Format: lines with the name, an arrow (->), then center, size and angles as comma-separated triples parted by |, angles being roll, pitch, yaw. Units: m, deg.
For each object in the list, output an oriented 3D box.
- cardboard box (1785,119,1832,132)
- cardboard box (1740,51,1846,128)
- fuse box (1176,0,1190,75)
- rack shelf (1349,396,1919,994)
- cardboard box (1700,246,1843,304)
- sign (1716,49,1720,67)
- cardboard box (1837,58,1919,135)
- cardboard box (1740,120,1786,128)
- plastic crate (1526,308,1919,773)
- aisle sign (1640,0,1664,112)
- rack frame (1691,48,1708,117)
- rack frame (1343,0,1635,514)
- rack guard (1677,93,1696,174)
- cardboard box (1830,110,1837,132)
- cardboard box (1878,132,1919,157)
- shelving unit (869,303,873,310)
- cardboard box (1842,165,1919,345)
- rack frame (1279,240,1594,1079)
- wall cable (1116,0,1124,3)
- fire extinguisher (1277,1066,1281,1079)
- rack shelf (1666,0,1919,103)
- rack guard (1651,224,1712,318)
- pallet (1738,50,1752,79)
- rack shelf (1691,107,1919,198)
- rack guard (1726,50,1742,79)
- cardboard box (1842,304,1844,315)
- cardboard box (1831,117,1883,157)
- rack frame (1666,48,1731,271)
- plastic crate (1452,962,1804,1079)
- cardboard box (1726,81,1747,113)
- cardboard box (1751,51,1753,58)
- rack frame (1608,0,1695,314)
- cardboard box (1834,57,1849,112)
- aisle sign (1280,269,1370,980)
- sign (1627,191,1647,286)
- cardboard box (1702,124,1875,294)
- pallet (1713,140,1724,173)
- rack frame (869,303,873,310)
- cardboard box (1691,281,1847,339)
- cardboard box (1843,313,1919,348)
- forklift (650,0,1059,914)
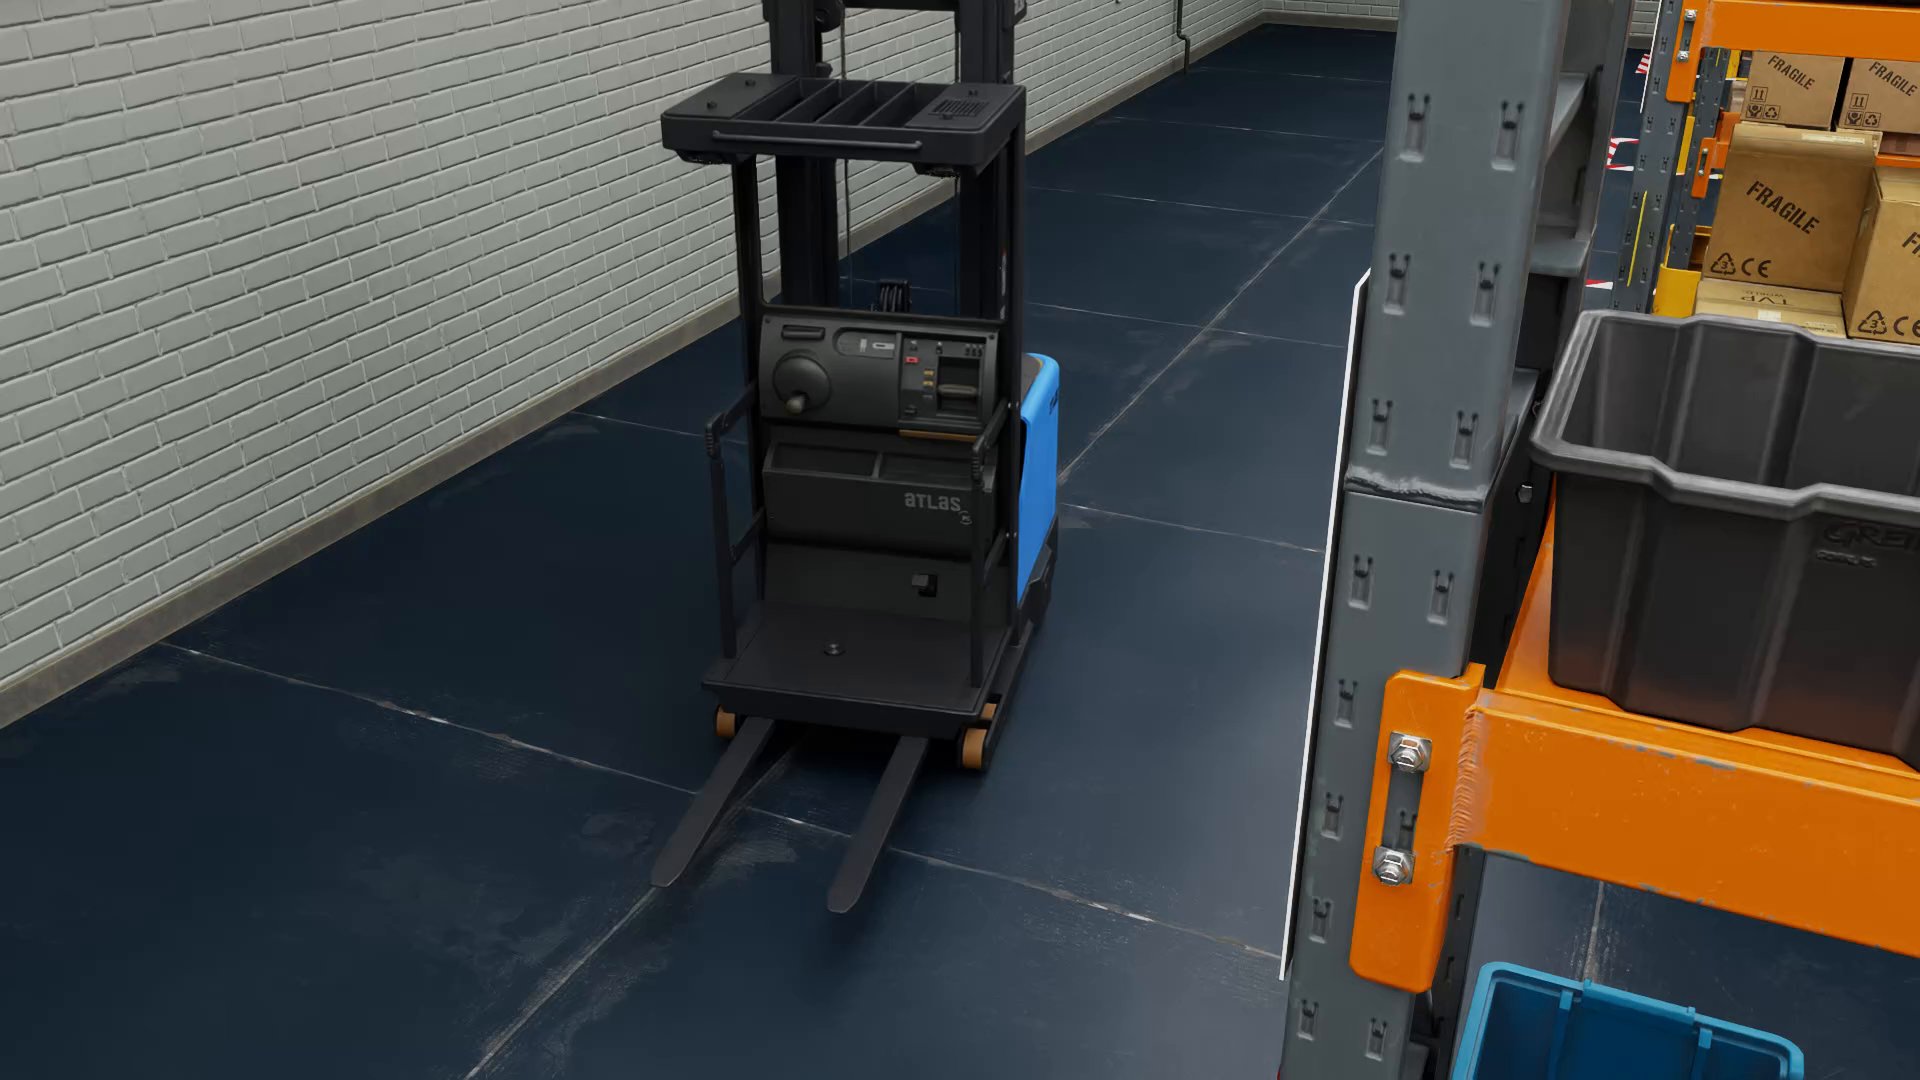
cardboard box -> 5.226, -2.524, 10.265 | 0.250, 0.149, 0.380 | 12, 29, 24
cardboard box -> 5.112, -2.843, 10.178 | 0.500, 0.500, 0.500 | 13, 29, 24
fuse box -> 2.634, -6.128, 18.759 | 0.414, 1.711, 0.539 | 11, 28, 22
rack shelf -> 2.443, 0.453, 1.353 | 4.000, 0.370, 1.077 | 11, 28, 22
cardboard box -> 3.223, -0.966, 6.649 | 0.500, 0.250, 0.500 | 11, 28, 21
sign -> 4.593, -3.028, 10.023 | 0.005, 0.325, 0.100 | 11, 28, 22
cardboard box -> 5.610, -2.755, 10.000 | 0.500, 0.500, 0.500 | 11, 28, 22
cardboard box -> 4.977, -2.554, 10.325 | 0.250, 0.149, 0.380 | 11, 28, 21
plastic crate -> 0.857, 0.005, 1.595 | 0.590, 0.269, 0.497 | 11, 28, 22
aisle sign -> 2.483, -1.940, 5.852 | 0.004, 0.787, 0.394 | 11, 28, 22
rack frame -> 6.775, -4.866, 14.738 | 0.127, 3.000, 1.000 | 11, 28, 22
rack frame -> 0.622, -1.582, 1.275 | 0.127, 3.000, 1.000 | 11, 28, 22
rack guard -> 6.753, -3.749, 15.299 | 0.348, 0.500, 1.175 | 11, 28, 22
cardboard box -> 5.677, -2.698, 10.619 | 0.250, 0.149, 0.380 | 11, 28, 21
cardboard box -> 5.741, -2.461, 10.137 | 0.250, 0.149, 0.380 | 13, 29, 24
shelving unit -> -0.151, -0.575, 8.060 | 0.503, 1.200, 0.258 | 10, 28, 19
cardboard box -> 3.453, -0.996, 5.862 | 0.500, 0.500, 0.500 | 11, 28, 21
rack frame -> 0.622, 1.110, 2.600 | 0.127, 3.000, 1.000 | 11, 28, 22
wall cable -> 1.632, -6.358, 16.582 | 0.123, 1.953, 0.585 | 11, 28, 22
fire extinguisher -> 0.673, 1.102, 3.126 | 0.183, 0.674, 0.296 | 11, 28, 22
rack shelf -> 4.493, -1.539, 5.398 | 4.000, 0.370, 1.077 | 11, 28, 22
rack guard -> 4.887, -1.722, 11.182 | 0.348, 0.500, 1.175 | 11, 28, 22
pallet -> 9.621, -5.452, 19.086 | 1.213, 0.211, 1.003 | 11, 28, 22
rack shelf -> 6.638, -2.169, 10.074 | 4.000, 0.370, 1.077 | 11, 28, 22
rack guard -> 8.895, -5.727, 19.317 | 0.348, 0.500, 1.175 | 11, 28, 22
cardboard box -> 3.685, -0.873, 6.460 | 0.500, 0.250, 0.500 | 11, 28, 21
cardboard box -> 5.448, -2.453, 10.121 | 0.250, 0.149, 0.380 | 11, 28, 20
rack frame -> 4.818, -2.857, 10.658 | 0.127, 3.000, 1.000 | 11, 28, 22
plastic crate -> 1.004, 1.053, 2.607 | 0.499, 0.435, 0.616 | 11, 28, 22
cardboard box -> 7.417, -3.825, 15.048 | 0.875, 0.438, 0.875 | 10, 28, 20
cardboard box -> 9.343, -5.781, 18.947 | 0.637, 0.503, 0.797 | 10, 28, 20
rack frame -> 2.672, -0.882, 6.645 | 0.127, 3.000, 1.000 | 11, 28, 22
cardboard box -> 5.800, -2.961, 10.418 | 0.500, 0.500, 0.500 | 11, 28, 21
aisle sign -> 0.434, 0.050, 1.810 | 0.004, 0.787, 0.394 | 11, 28, 22
sign -> 2.437, -1.083, 5.985 | 0.005, 0.325, 0.100 | 11, 28, 22
cardboard box -> 3.225, -1.301, 6.480 | 0.500, 0.500, 0.500 | 12, 29, 22
pallet -> 7.535, -3.500, 15.121 | 1.213, 0.211, 1.003 | 11, 28, 22
rack frame -> -0.378, -0.614, 8.139 | 0.015, 1.200, 0.240 | 10, 28, 19
cardboard box -> 2.998, -0.751, 6.213 | 0.500, 0.250, 0.500 | 11, 28, 20
cardboard box -> 3.474, -0.659, 6.026 | 0.500, 0.250, 0.500 | 11, 28, 21
forklift -> -0.360, -0.605, 6.161 | 1.130, 2.935, 3.031 | 6, 27, 11
